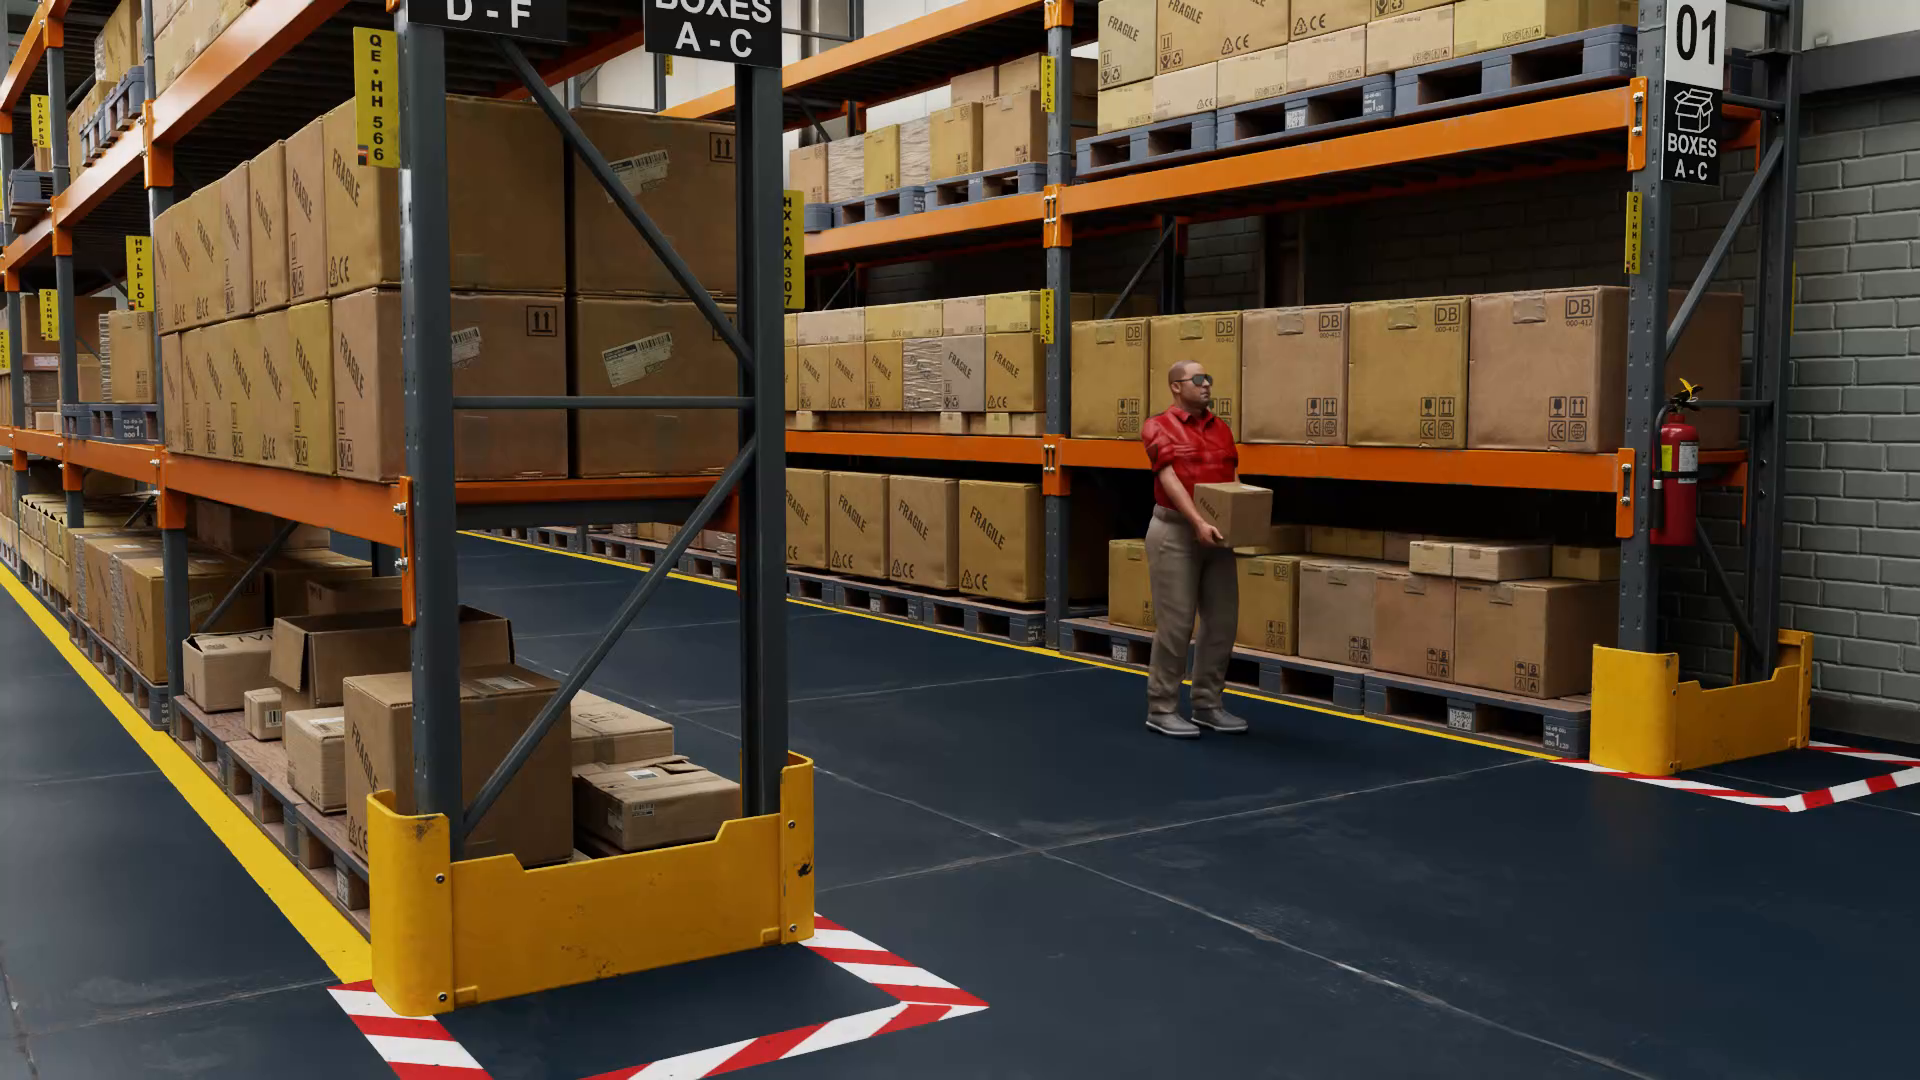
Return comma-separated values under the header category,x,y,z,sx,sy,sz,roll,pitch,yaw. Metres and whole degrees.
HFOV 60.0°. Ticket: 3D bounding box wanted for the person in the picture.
category,x,y,z,sx,sy,sz,roll,pitch,yaw
person,1.132,0.031,7.612,0.494,1.712,0.530,-3,6,-34
